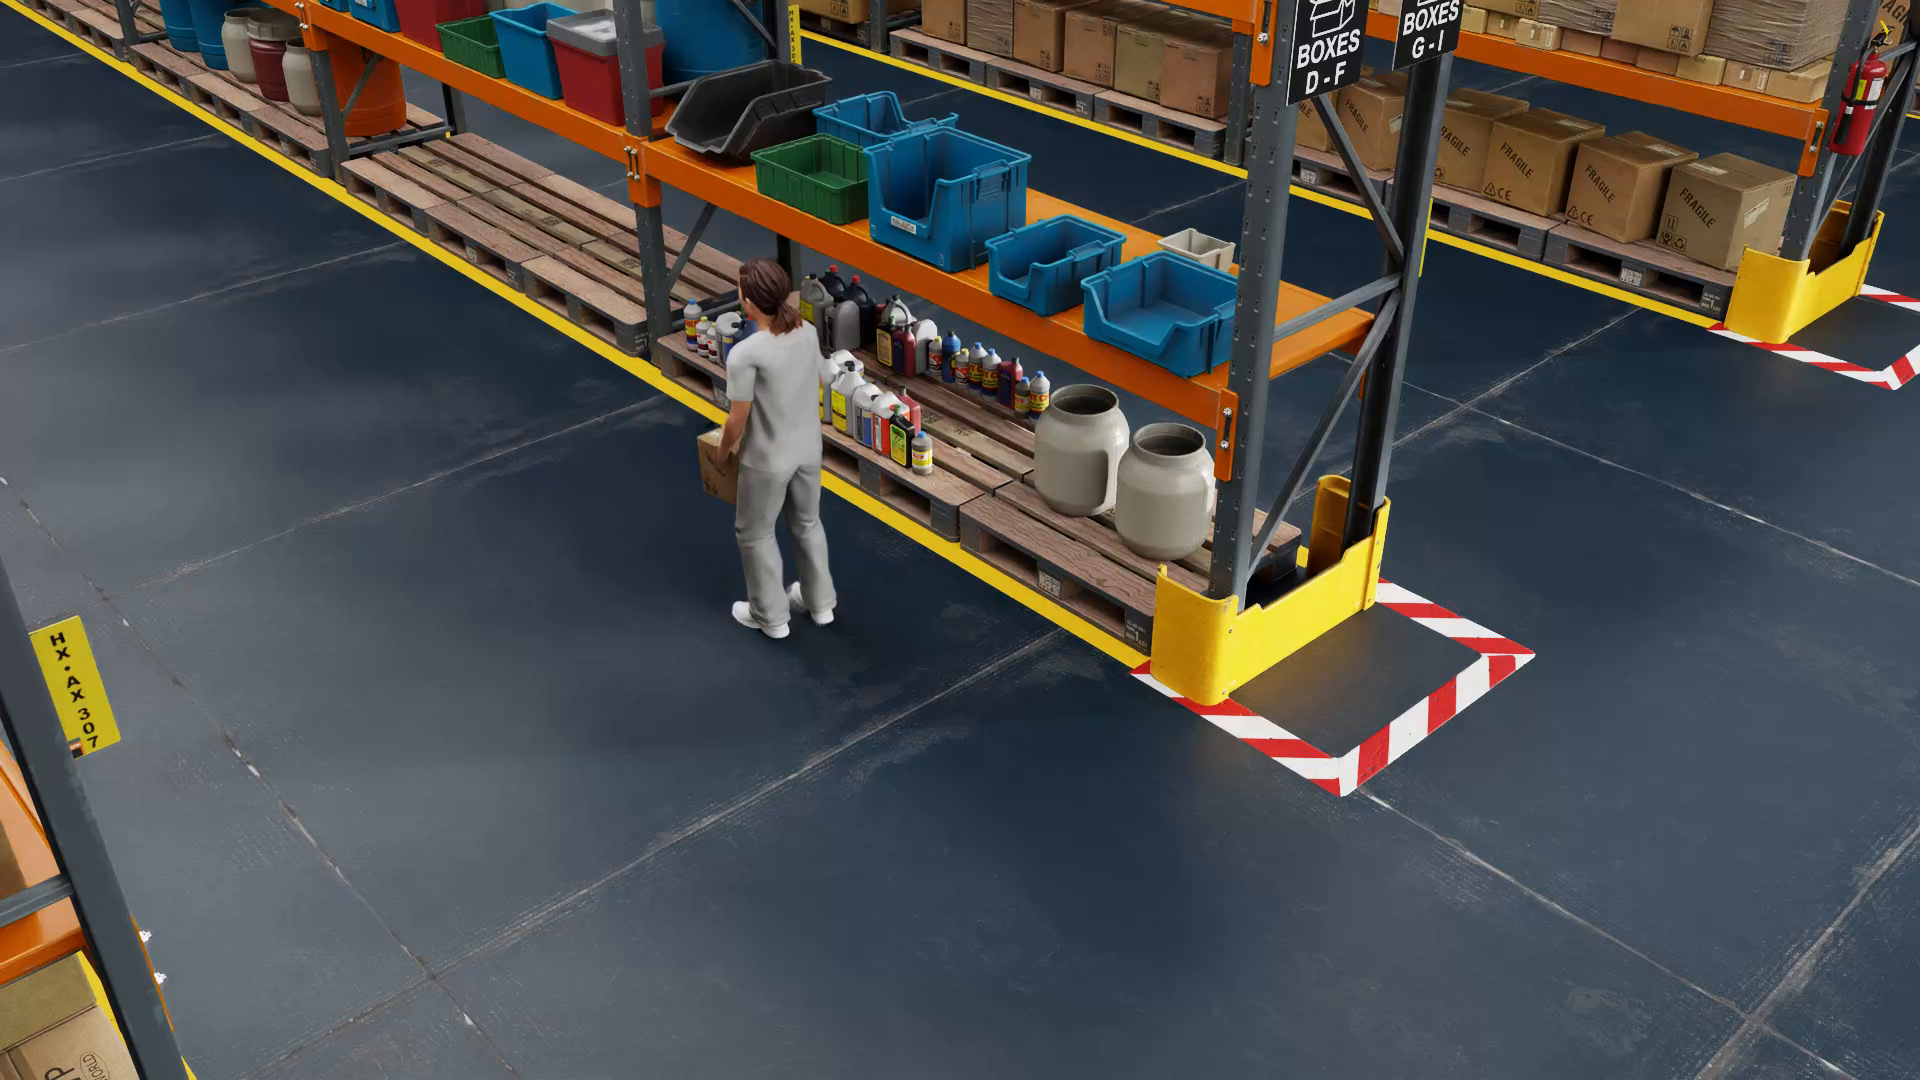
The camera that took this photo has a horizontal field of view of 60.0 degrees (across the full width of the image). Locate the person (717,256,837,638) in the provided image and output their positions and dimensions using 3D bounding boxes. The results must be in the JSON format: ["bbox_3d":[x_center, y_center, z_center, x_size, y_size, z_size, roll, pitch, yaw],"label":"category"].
[{"bbox_3d":[-0.758,-0.355,6.705,0.467,1.676,0.420,-27,41,-36],"label":"person"}]
